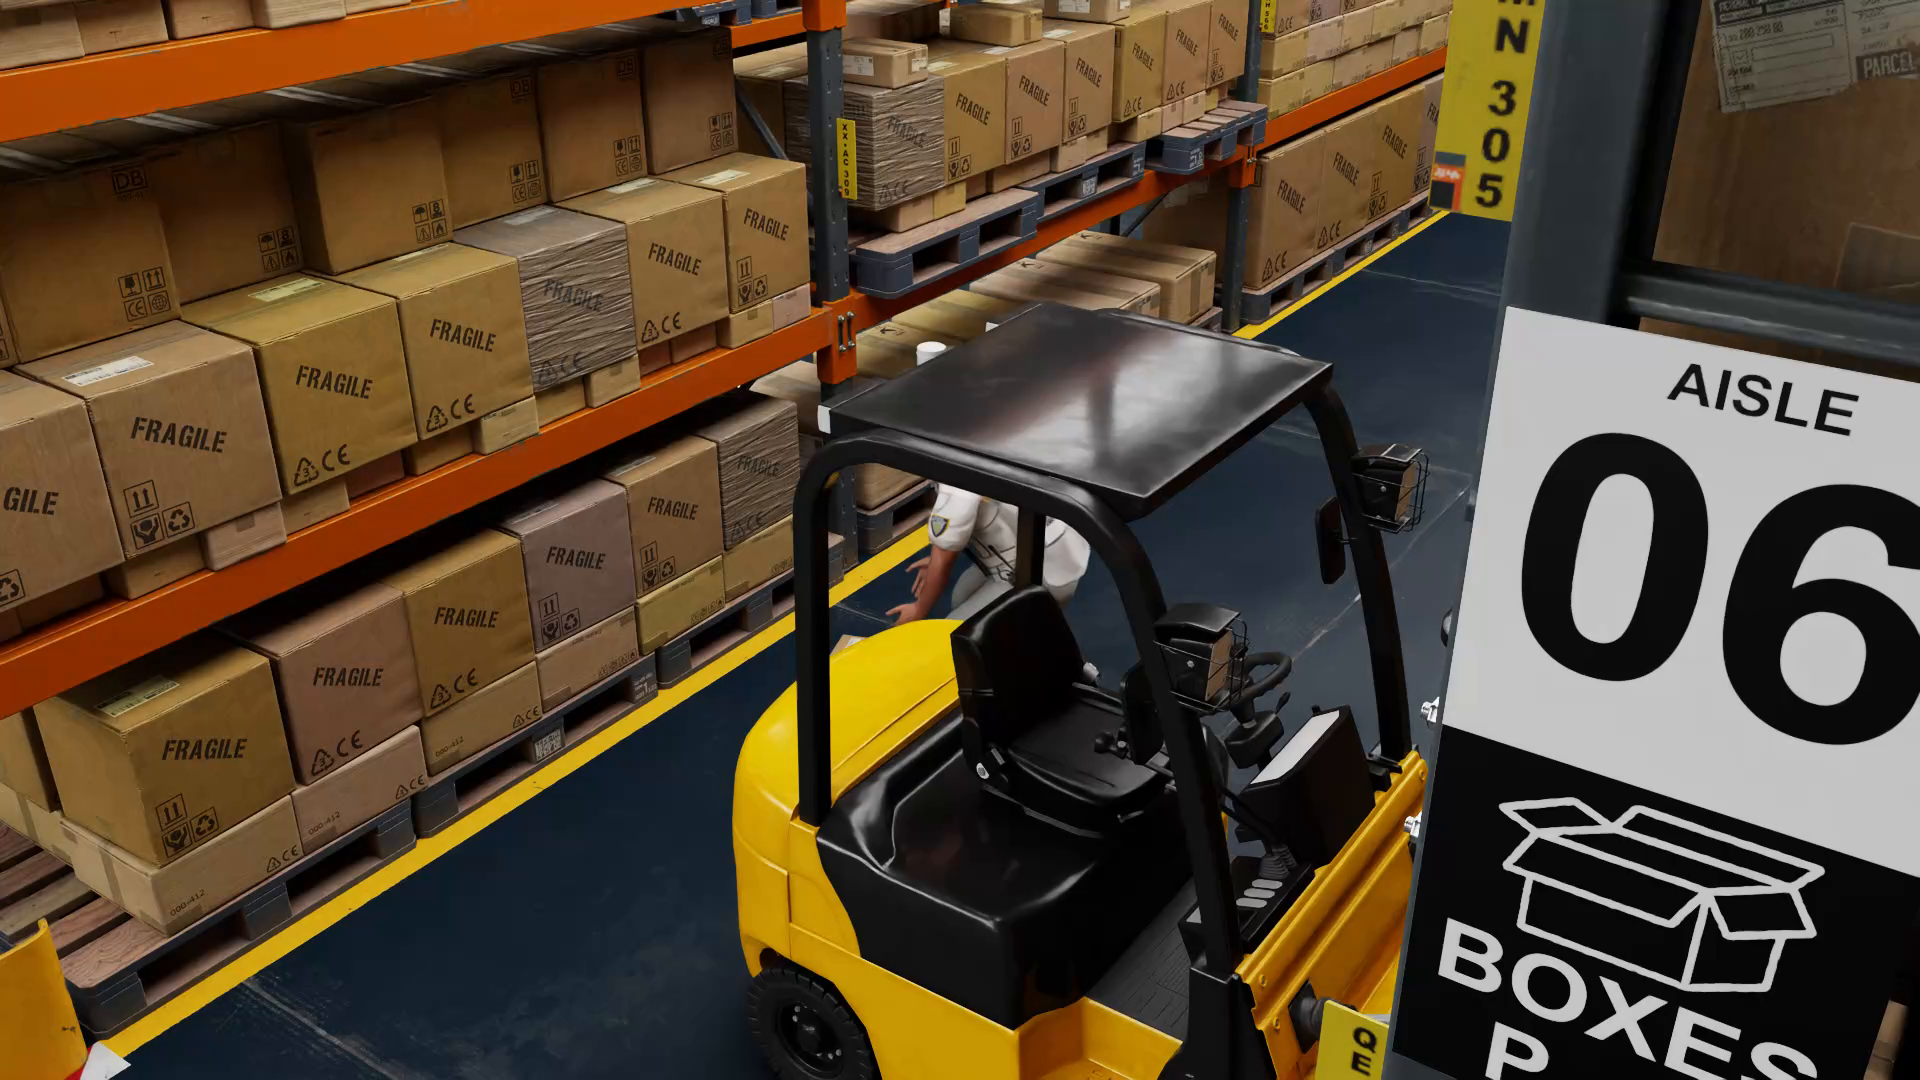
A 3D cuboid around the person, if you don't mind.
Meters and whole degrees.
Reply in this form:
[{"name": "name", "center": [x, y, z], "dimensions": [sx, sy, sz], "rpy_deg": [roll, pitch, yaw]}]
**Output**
[{"name": "person", "center": [0.072, 0.113, 6.305], "dimensions": [0.826, 1.381, 0.590], "rpy_deg": [5, 27, 9]}]
